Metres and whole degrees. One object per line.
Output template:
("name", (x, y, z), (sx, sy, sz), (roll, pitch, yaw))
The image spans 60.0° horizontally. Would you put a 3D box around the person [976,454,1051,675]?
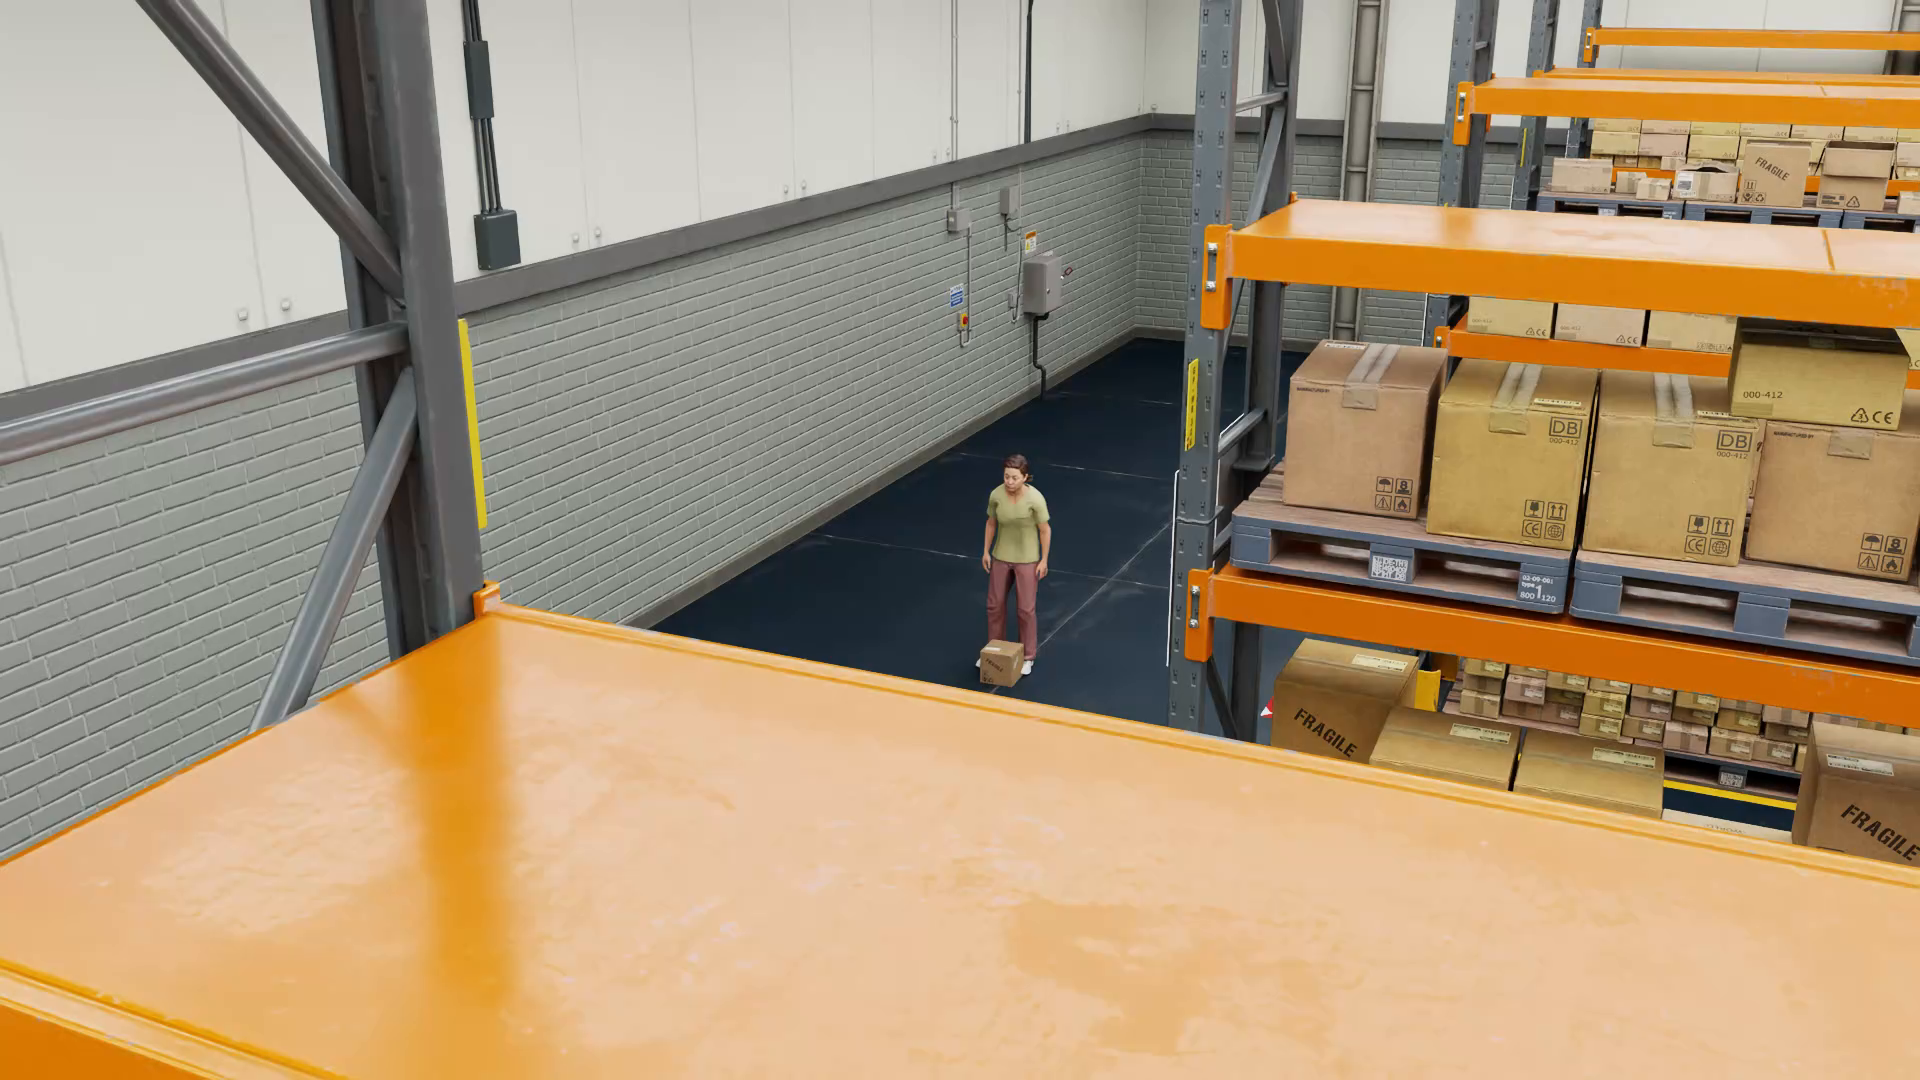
("person", (0.402, 0.173, 12.248), (0.508, 1.652, 0.336), (8, 21, 22))
